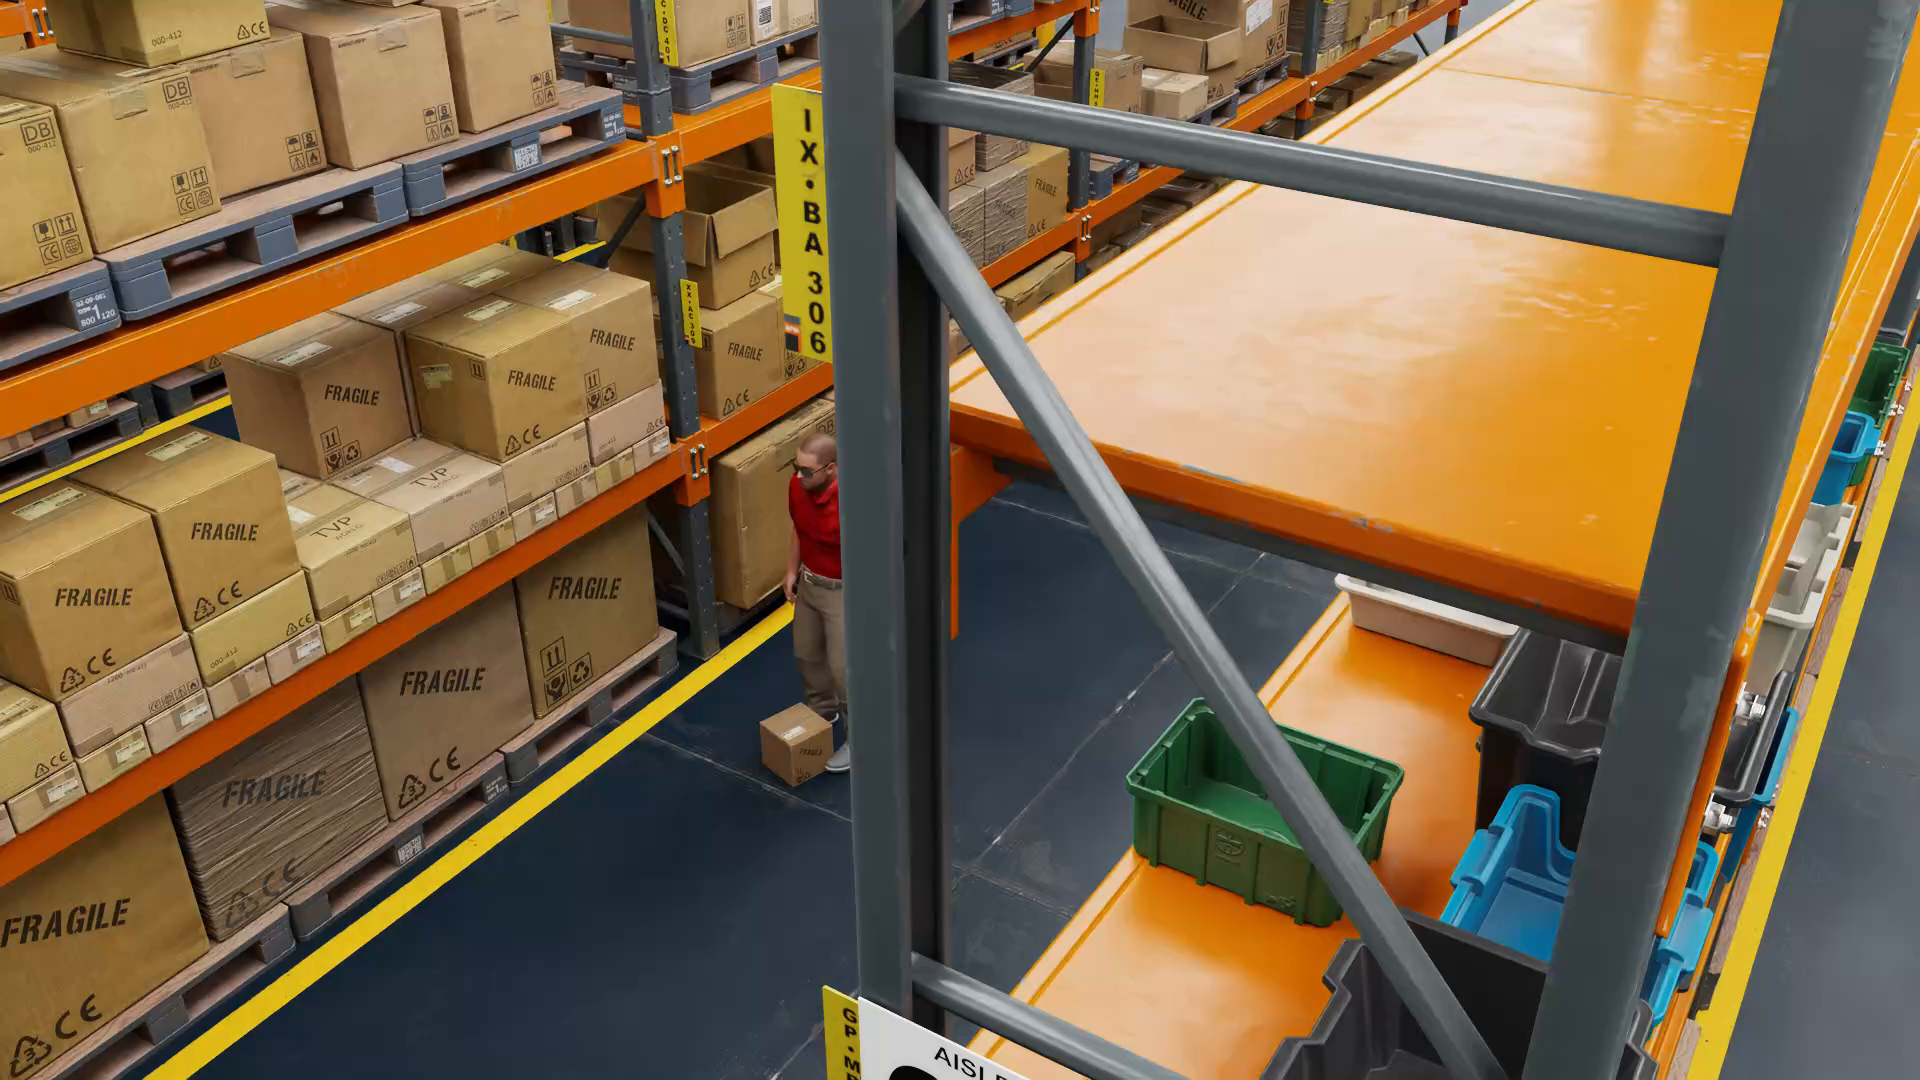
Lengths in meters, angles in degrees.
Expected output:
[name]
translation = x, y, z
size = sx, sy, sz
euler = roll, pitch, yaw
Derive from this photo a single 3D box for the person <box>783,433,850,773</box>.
[person]
translation = -0.596, 0.257, 7.762
size = 0.388, 1.727, 0.594
euler = -25, 39, -36
